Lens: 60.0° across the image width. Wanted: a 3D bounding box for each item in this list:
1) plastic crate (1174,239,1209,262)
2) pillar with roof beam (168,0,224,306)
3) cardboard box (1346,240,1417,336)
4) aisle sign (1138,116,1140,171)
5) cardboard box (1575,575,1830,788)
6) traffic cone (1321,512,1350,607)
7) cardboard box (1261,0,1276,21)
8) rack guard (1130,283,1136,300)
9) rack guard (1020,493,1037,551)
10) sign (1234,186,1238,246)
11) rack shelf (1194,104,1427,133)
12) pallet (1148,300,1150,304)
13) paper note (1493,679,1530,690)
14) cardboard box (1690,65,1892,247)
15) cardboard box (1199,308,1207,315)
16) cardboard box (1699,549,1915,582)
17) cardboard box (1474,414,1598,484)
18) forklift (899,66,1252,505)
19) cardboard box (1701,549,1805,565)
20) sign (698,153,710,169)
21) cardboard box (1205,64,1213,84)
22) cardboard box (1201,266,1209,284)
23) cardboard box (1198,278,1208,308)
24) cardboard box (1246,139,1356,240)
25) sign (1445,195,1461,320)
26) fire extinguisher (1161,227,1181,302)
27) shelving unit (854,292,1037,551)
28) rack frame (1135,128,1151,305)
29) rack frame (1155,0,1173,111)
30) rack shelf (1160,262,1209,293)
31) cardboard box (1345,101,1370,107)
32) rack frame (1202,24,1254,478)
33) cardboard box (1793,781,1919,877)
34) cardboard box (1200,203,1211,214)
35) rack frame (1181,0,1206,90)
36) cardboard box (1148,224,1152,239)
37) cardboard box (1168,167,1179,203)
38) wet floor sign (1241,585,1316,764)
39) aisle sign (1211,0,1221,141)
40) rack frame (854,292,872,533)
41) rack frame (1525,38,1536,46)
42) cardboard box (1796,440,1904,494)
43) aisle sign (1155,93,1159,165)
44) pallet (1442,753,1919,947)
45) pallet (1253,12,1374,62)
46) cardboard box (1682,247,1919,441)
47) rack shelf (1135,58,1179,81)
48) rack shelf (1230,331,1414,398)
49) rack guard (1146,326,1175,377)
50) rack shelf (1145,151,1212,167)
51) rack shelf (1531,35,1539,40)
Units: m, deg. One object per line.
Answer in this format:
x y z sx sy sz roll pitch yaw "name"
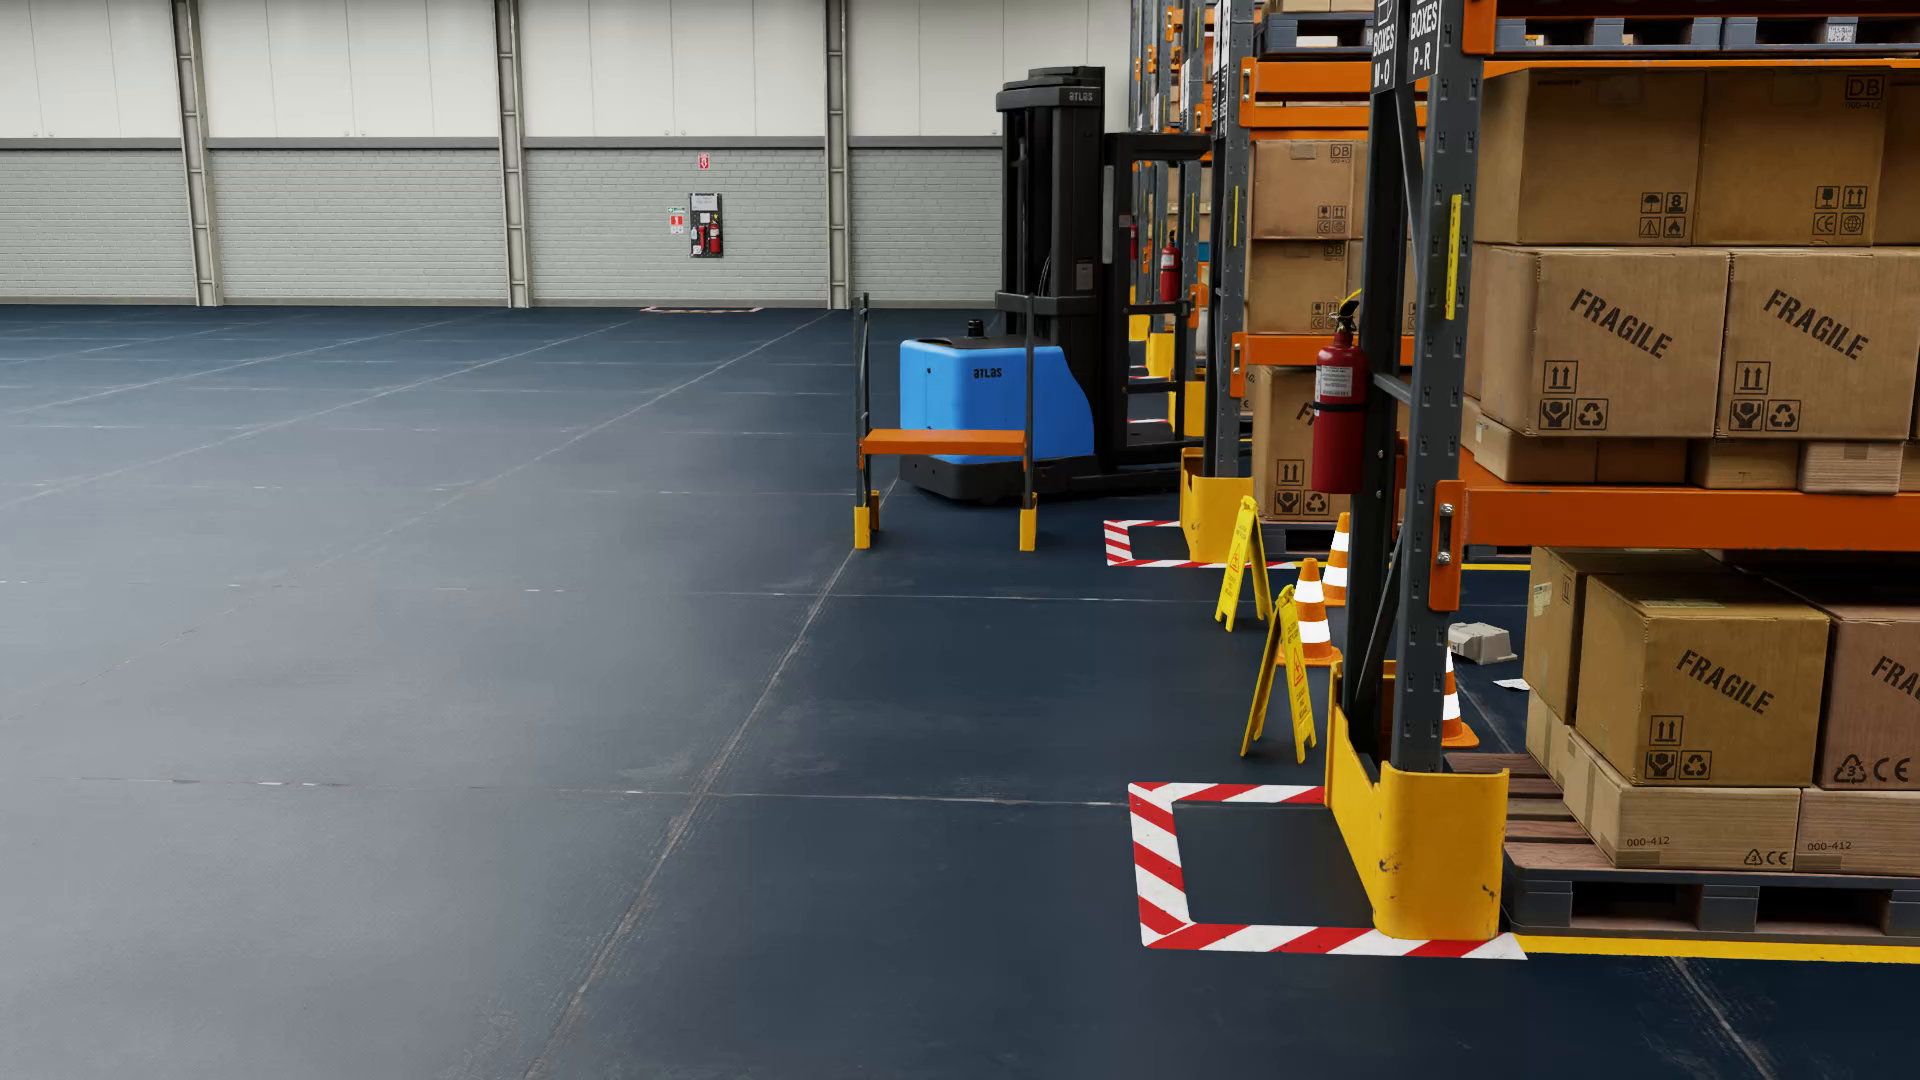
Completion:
2.859 -3.457 19.831 0.616 0.251 0.499 1 12 4 "plastic crate"
-14.490 -7.970 26.389 0.400 9.000 9.100 1 12 4 "pillar with roof beam"
2.500 -1.526 9.872 0.550 0.550 0.875 1 12 4 "cardboard box"
2.628 -5.821 24.419 0.004 0.787 0.394 1 12 4 "aisle sign"
2.156 0.402 4.879 0.500 0.500 0.500 0 12 2 "cardboard box"
2.011 0.087 8.720 0.334 0.463 0.336 1 12 4 "traffic cone"
1.931 -3.116 9.856 0.250 0.149 0.380 1 12 4 "cardboard box"
3.077 -4.275 29.483 0.348 0.500 1.175 1 12 4 "rack guard"
0.421 -0.117 10.215 0.087 0.250 0.587 1 12 4 "rack guard"
1.533 -1.801 9.243 0.005 0.325 0.100 1 12 4 "sign"
4.004 -3.552 14.355 4.000 0.370 1.077 1 12 4 "rack shelf"
3.885 -4.115 29.425 1.213 0.211 1.003 1 12 4 "pallet"
2.422 0.621 7.227 0.142 0.019 0.148 -3 12 -16 "paper note"
2.375 -1.152 5.037 0.500 0.500 0.700 1 12 4 "cardboard box"
3.693 -3.288 24.351 0.500 0.250 0.500 1 12 4 "cardboard box"
2.684 0.298 5.374 0.500 0.500 0.500 1 12 6 "cardboard box"
1.671 -0.269 4.842 0.250 0.149 0.380 1 12 4 "cardboard box"
1.113 -1.860 12.000 3.031 2.935 1.130 -6 13 -26 "forklift"
2.534 -0.034 5.380 0.250 0.149 0.380 1 12 5 "cardboard box"
-4.693 -6.945 30.483 0.199 0.298 0.001 1 12 4 "sign"
2.306 -4.113 14.673 0.250 0.149 0.380 1 12 4 "cardboard box"
2.307 -2.379 14.928 0.250 0.149 0.380 1 12 4 "cardboard box"
3.693 -3.655 24.272 0.500 0.500 0.500 1 12 4 "cardboard box"
1.944 -2.041 9.694 0.550 0.550 0.875 1 12 4 "cardboard box"
1.310 -0.752 4.422 0.005 0.325 0.100 1 12 4 "sign"
1.925 -2.521 15.185 0.183 0.674 0.296 1 12 4 "fire extinguisher"
-0.076 -0.735 10.119 1.083 1.500 0.587 1 12 4 "shelving unit"
2.674 -4.487 24.394 0.127 3.000 1.000 1 12 4 "rack frame"
2.339 -6.412 18.942 0.127 3.000 1.000 1 12 4 "rack frame"
4.335 -3.096 19.499 4.000 0.370 1.077 1 12 4 "rack shelf"
3.481 -3.786 14.079 0.500 0.250 0.500 1 12 4 "cardboard box"
1.576 -1.452 9.882 0.127 3.000 1.000 1 12 4 "rack frame"
2.641 0.777 4.916 0.500 0.250 0.500 1 12 6 "cardboard box"
3.564 -4.798 24.049 0.250 0.149 0.380 1 12 4 "cardboard box"
2.008 -5.400 14.105 0.127 3.000 1.000 1 12 4 "rack frame"
3.467 -5.364 28.903 0.500 0.250 0.500 0 12 2 "cardboard box"
3.192 -5.161 24.204 0.500 0.500 0.700 1 12 4 "cardboard box"
1.228 0.492 6.339 0.232 0.644 0.267 5 13 23 "wet floor sign"
1.525 -2.786 9.913 0.004 0.787 0.394 1 12 4 "aisle sign"
-0.592 -0.742 10.153 0.032 1.500 0.500 1 12 4 "rack frame"
6.330 -6.357 18.680 0.127 3.000 1.000 1 12 4 "rack frame"
2.434 -0.235 4.681 0.250 0.149 0.380 1 12 5 "cardboard box"
2.248 -4.689 19.009 0.004 0.787 0.394 1 12 4 "aisle sign"
2.230 0.945 5.234 1.213 0.211 1.003 1 12 4 "pallet"
2.317 -2.868 9.545 1.213 0.211 1.003 1 12 4 "pallet"
2.317 -0.564 4.667 0.500 0.500 0.500 1 12 5 "cardboard box"
4.997 -8.055 28.561 4.000 0.370 1.077 1 12 4 "rack shelf"
3.572 -1.072 9.824 4.000 0.370 1.077 1 12 4 "rack shelf"
2.418 -2.260 19.853 0.348 0.500 1.175 1 12 4 "rack guard"
4.670 -5.576 24.029 4.000 0.370 1.077 1 12 4 "rack shelf"
8.326 -5.782 18.664 4.000 0.370 1.077 1 12 4 "rack shelf"
